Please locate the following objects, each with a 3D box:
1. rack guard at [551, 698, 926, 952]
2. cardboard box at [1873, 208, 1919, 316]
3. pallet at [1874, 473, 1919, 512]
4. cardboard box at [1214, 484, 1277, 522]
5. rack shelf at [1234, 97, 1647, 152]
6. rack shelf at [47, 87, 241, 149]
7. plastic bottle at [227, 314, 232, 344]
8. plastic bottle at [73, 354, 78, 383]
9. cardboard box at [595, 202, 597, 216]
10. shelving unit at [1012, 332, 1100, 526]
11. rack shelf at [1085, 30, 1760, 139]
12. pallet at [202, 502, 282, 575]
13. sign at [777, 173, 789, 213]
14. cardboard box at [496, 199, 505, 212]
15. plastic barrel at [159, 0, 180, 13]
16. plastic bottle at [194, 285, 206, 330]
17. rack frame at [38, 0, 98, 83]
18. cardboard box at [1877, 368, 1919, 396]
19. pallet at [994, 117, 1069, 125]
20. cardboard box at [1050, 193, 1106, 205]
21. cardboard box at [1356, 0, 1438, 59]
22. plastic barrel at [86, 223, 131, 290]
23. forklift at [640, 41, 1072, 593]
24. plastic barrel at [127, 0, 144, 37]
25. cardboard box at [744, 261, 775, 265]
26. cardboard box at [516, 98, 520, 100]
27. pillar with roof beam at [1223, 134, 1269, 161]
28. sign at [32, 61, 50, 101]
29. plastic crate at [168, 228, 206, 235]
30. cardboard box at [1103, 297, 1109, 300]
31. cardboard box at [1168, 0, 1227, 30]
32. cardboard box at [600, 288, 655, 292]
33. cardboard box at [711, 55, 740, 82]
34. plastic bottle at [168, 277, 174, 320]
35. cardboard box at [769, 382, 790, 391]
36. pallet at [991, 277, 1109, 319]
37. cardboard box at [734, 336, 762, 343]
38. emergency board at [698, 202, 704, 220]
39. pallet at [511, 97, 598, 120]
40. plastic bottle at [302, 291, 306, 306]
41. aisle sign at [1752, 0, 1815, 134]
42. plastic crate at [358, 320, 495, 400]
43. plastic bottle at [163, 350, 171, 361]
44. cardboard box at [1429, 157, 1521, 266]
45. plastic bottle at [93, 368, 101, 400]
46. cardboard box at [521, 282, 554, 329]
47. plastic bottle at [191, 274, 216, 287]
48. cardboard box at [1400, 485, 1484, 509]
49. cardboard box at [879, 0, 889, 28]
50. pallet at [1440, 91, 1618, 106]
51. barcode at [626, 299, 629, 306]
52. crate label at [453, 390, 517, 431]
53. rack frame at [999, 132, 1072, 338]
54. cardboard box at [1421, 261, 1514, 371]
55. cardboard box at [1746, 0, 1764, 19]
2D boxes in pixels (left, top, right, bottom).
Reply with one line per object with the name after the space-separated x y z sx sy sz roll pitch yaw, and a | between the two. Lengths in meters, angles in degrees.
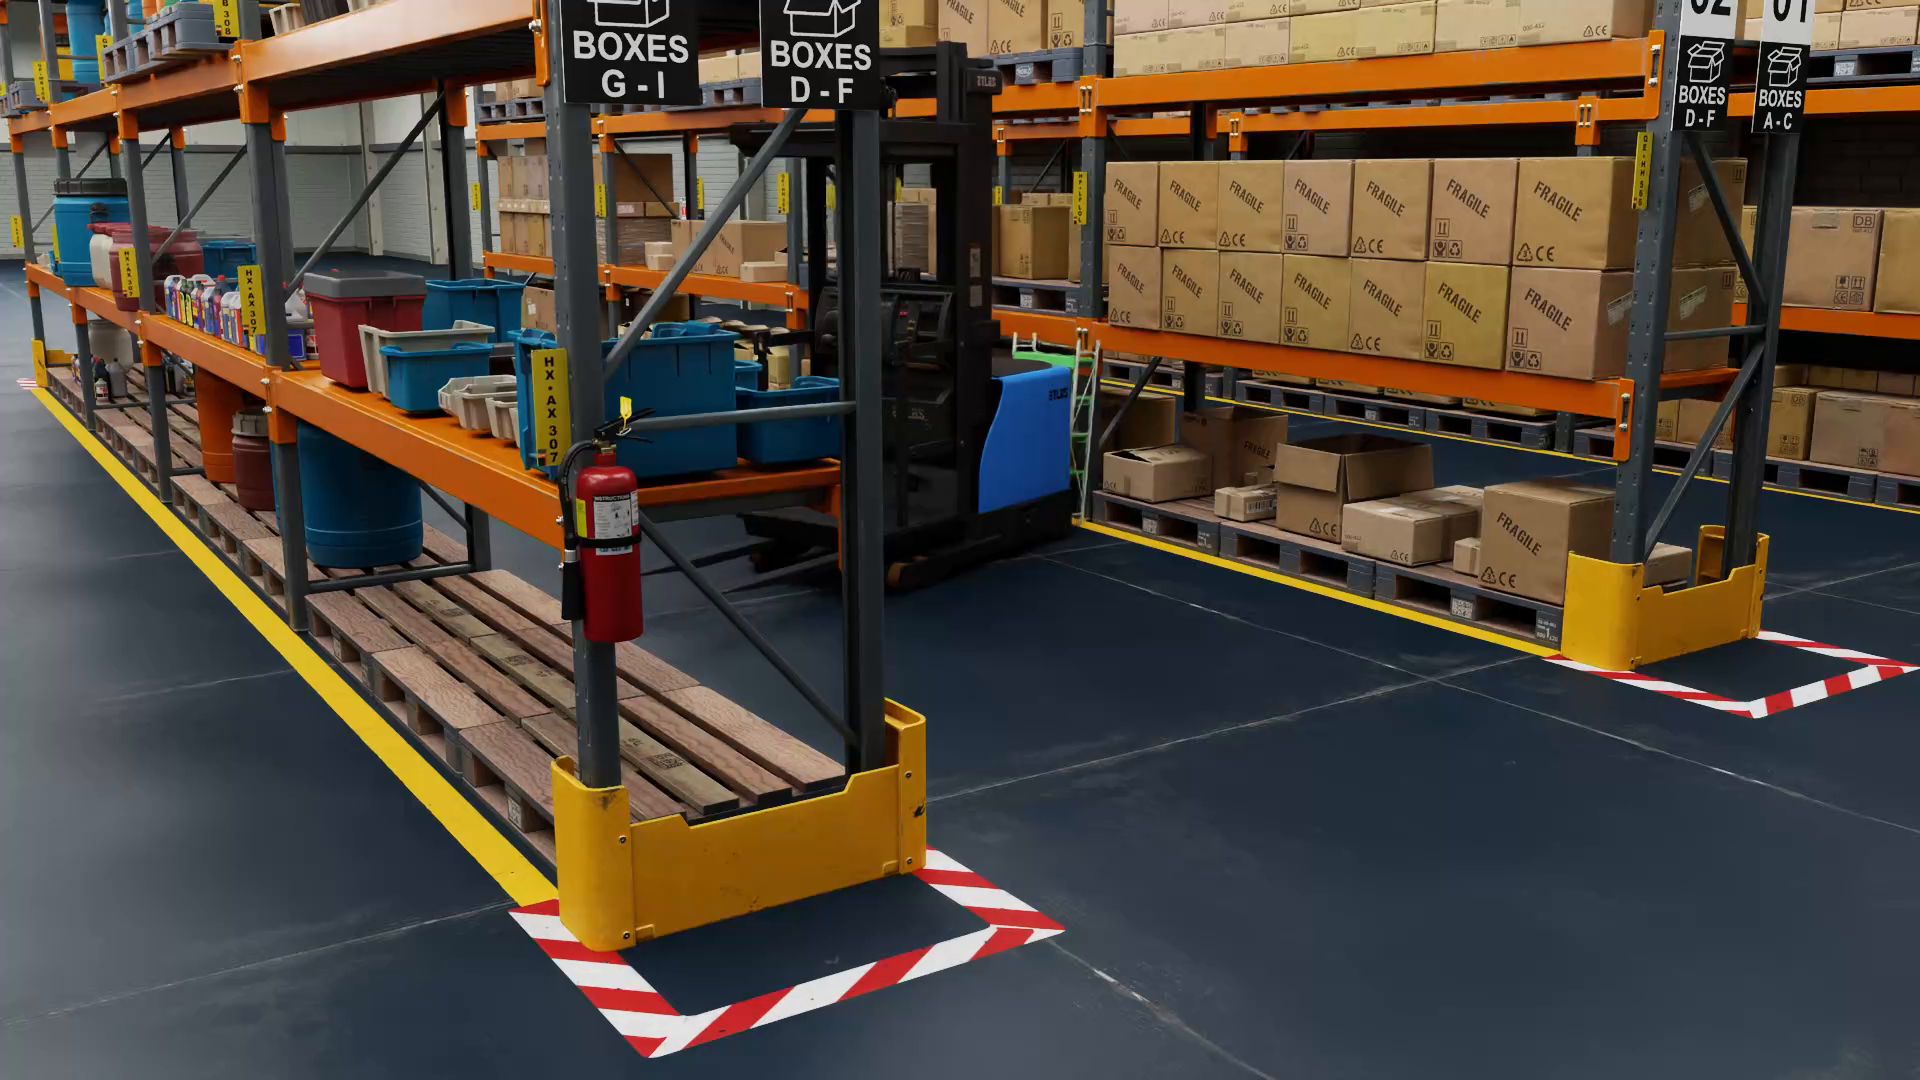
-0.668 0.866 5.232 1.175 0.500 0.348 -8 15 -33 | rack guard
6.852 -1.895 11.303 0.980 0.700 0.700 -8 15 -33 | cardboard box
7.048 -0.301 11.246 1.003 0.211 1.213 -8 15 -33 | pallet
1.758 -0.233 10.008 0.380 0.166 0.250 -8 15 -33 | cardboard box
4.231 -3.712 14.976 1.077 0.370 4.000 -8 15 -33 | rack shelf
-6.232 -3.250 12.867 1.077 0.370 4.000 -8 15 -33 | rack shelf
-4.039 -1.200 9.294 0.097 0.201 0.097 0 12 0 | plastic bottle
-8.701 -1.690 16.396 0.061 0.283 0.133 -8 15 -32 | plastic bottle
-3.679 -3.511 17.642 0.380 0.149 0.250 -8 15 -34 | cardboard box
0.571 -0.713 10.722 0.503 1.200 0.258 12 12 36 | shelving unit
2.326 -2.413 9.039 1.077 0.370 4.000 -8 15 -33 | rack shelf
-3.981 -0.067 10.172 1.003 0.211 1.213 -8 15 -33 | pallet
-1.459 -2.866 13.735 0.100 0.325 0.005 -8 15 -33 | sign
-5.393 -4.060 20.152 0.380 0.149 0.250 -8 15 -33 | cardboard box
-4.728 -3.160 10.149 0.294 0.245 0.294 0 12 0 | plastic barrel
-4.600 -1.415 10.110 0.097 0.271 0.097 0 12 0 | plastic bottle
-7.340 -5.423 14.096 1.000 3.000 0.127 -8 15 -33 | rack frame
6.759 -1.125 11.837 0.380 0.149 0.250 -8 15 -32 | cardboard box
1.160 -4.916 19.239 1.213 0.211 1.003 -8 15 -33 | pallet
1.464 -3.734 19.151 0.700 0.500 0.500 -6 14 -27 | cardboard box
2.374 -2.574 8.439 0.500 0.250 0.500 -8 15 -33 | cardboard box
-6.993 -2.363 13.826 0.433 0.535 0.433 0 12 0 | plastic barrel
-0.561 -1.263 9.275 1.130 2.935 3.031 9 15 34 | forklift
-6.153 -3.905 13.003 0.600 0.901 0.708 -8 15 -33 | plastic barrel
-1.752 -2.464 15.196 0.380 0.149 0.250 -7 14 -29 | cardboard box
-4.926 -5.175 19.262 0.380 0.149 0.250 -8 15 -33 | cardboard box
-0.461 -5.708 15.401 9.100 9.000 0.400 -8 15 -33 | pillar with roof beam
-7.804 -3.899 14.127 0.100 0.325 0.005 -8 15 -33 | sign
-6.817 -2.474 14.502 0.402 0.464 0.583 -8 15 -33 | plastic crate
1.867 -2.726 18.872 0.500 0.250 0.500 -9 15 -34 | cardboard box
1.559 -3.087 9.616 0.500 0.250 0.500 -8 15 -33 | cardboard box
-3.765 -2.603 18.944 0.500 0.500 0.500 -8 15 -33 | cardboard box
-1.910 -4.232 15.039 0.500 0.250 0.500 -8 15 -34 | cardboard box
-5.112 -1.579 10.862 0.097 0.271 0.097 0 12 0 | plastic bottle
-1.493 -1.293 14.707 0.500 0.250 0.500 -8 15 -31 | cardboard box
0.866 -1.716 11.638 1.003 0.211 1.213 -8 15 -33 | pallet
-2.064 -1.748 15.475 0.500 0.311 0.500 -8 15 -33 | cardboard box
-4.863 -5.865 30.161 0.194 1.169 0.643 -8 15 -33 | emergency board
-4.381 -4.865 18.775 1.003 0.211 1.213 -8 15 -33 | pallet
-4.314 -1.581 11.037 0.097 0.201 0.097 0 12 0 | plastic bottle
3.716 -2.236 7.482 0.394 0.787 0.004 -8 15 -33 | aisle sign
-2.215 -0.748 6.896 0.437 0.282 0.530 -8 15 -33 | plastic crate
-7.782 -1.715 16.353 0.144 0.351 0.185 -8 15 -33 | plastic bottle
2.678 -1.617 8.162 0.500 0.500 0.500 -8 14 -31 | cardboard box
-7.882 -1.427 15.193 0.061 0.283 0.133 -7 14 -30 | plastic bottle
-5.040 -2.807 19.875 0.500 0.500 0.500 -8 15 -33 | cardboard box
-5.027 -1.623 11.053 0.152 0.276 0.135 -8 15 -33 | plastic bottle
2.815 -0.124 9.312 0.500 0.250 0.500 -8 15 -33 | cardboard box
-0.479 -4.200 12.951 0.500 0.500 0.500 -8 15 -33 | cardboard box
4.790 -3.771 14.012 0.805 0.209 1.217 -9 15 -35 | pallet
-3.420 -2.446 17.100 0.001 0.075 0.075 -8 15 -33 | barcode
-1.617 -0.482 6.022 0.396 0.136 0.243 -8 15 -33 | crate label
0.907 -3.665 20.099 1.000 3.000 0.127 -8 15 -33 | rack frame
2.669 -1.132 8.282 0.500 0.500 0.500 -8 15 -32 | cardboard box
5.791 -4.004 12.007 0.500 0.500 0.500 -8 15 -34 | cardboard box
